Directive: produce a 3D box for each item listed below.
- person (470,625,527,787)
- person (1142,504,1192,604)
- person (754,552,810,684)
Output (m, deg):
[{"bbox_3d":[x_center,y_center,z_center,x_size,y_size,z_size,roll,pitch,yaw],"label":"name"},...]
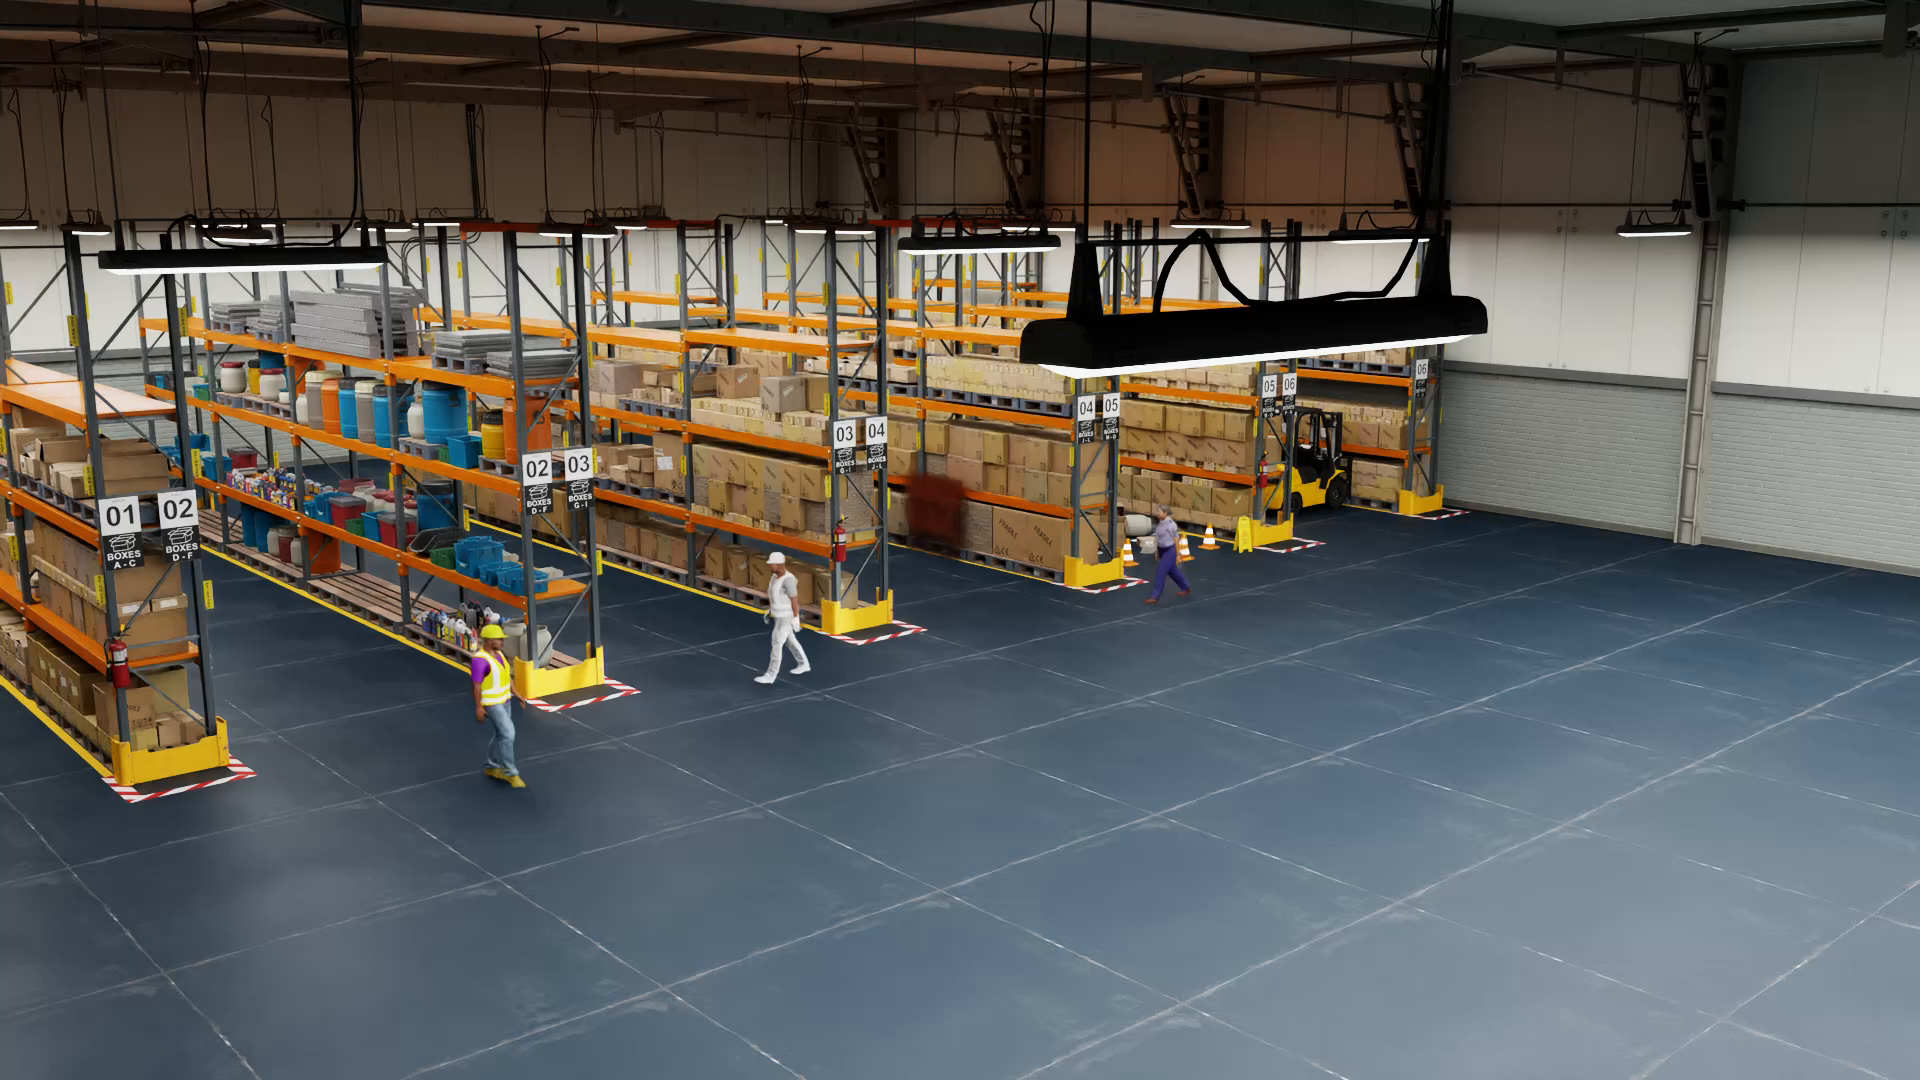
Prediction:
[{"bbox_3d":[-5.066,1.832,18.443,0.603,1.819,0.598,2,12,8],"label":"person"},{"bbox_3d":[3.356,0.211,26.756,1.042,1.590,0.493,-5,13,-25],"label":"person"},{"bbox_3d":[-2.430,1.022,22.405,0.905,1.752,0.580,-6,13,-26],"label":"person"}]
